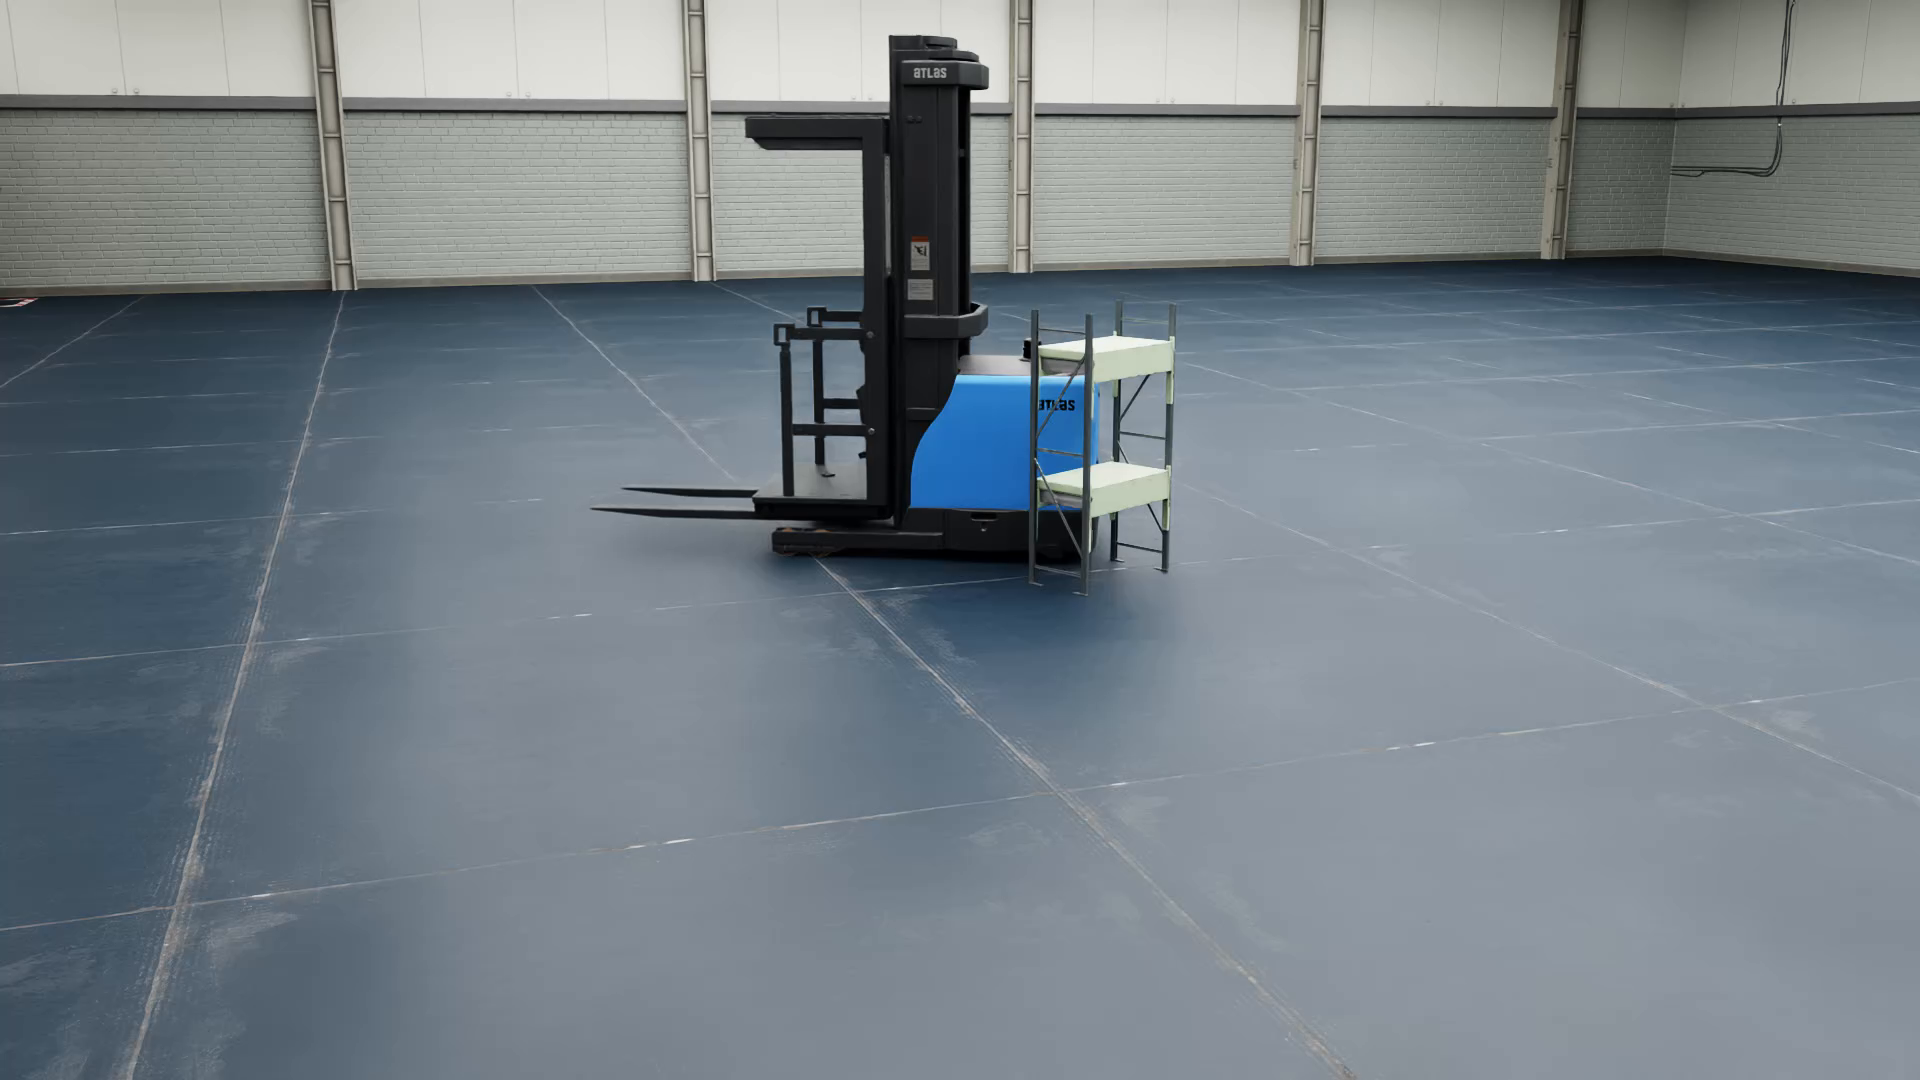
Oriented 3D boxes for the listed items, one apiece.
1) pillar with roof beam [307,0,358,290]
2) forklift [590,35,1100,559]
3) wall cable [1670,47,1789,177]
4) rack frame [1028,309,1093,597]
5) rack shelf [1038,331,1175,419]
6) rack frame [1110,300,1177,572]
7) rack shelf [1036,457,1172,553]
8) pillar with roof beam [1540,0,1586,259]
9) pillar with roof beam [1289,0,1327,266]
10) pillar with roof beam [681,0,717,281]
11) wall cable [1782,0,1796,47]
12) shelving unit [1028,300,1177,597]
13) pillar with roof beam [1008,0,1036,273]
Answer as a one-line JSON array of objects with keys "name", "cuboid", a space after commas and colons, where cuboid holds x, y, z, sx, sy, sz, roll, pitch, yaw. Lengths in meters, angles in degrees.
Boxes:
[{"name": "pillar with roof beam", "cuboid": [-8.862, -7.606, 22.673, 0.400, 9.000, 9.100, -4, 14, -18]}, {"name": "forklift", "cuboid": [-0.682, -1.441, 9.868, 3.031, 2.935, 1.130, 1, 13, 6]}, {"name": "wall cable", "cuboid": [15.725, -8.738, 34.143, 0.112, 2.526, 3.097, -4, 14, -18]}, {"name": "rack frame", "cuboid": [0.531, -0.460, 8.834, 0.400, 1.500, 0.023, 12, 18, 41]}, {"name": "rack shelf", "cuboid": [0.779, -0.902, 9.006, 0.431, 0.370, 0.720, 12, 18, 41]}, {"name": "rack frame", "cuboid": [1.026, -0.584, 9.358, 0.400, 1.500, 0.023, 12, 18, 41]}, {"name": "rack shelf", "cuboid": [0.779, -0.205, 9.172, 0.431, 0.370, 0.720, 12, 18, 41]}, {"name": "pillar with roof beam", "cuboid": [13.884, -9.377, 30.120, 0.400, 9.000, 9.100, -4, 14, -18]}, {"name": "pillar with roof beam", "cuboid": [8.198, -8.935, 28.258, 0.400, 9.000, 9.100, -4, 14, -18]}, {"name": "pillar with roof beam", "cuboid": [-3.176, -8.049, 24.535, 0.400, 9.000, 9.100, -4, 14, -18]}, {"name": "wall cable", "cuboid": [16.588, -10.602, 31.064, 0.112, 2.526, 3.097, -4, 14, -18]}, {"name": "shelving unit", "cuboid": [0.779, -0.522, 9.096, 0.431, 1.500, 0.755, 12, 18, 41]}, {"name": "pillar with roof beam", "cuboid": [2.511, -8.492, 26.396, 0.400, 9.000, 9.100, -4, 14, -18]}]
